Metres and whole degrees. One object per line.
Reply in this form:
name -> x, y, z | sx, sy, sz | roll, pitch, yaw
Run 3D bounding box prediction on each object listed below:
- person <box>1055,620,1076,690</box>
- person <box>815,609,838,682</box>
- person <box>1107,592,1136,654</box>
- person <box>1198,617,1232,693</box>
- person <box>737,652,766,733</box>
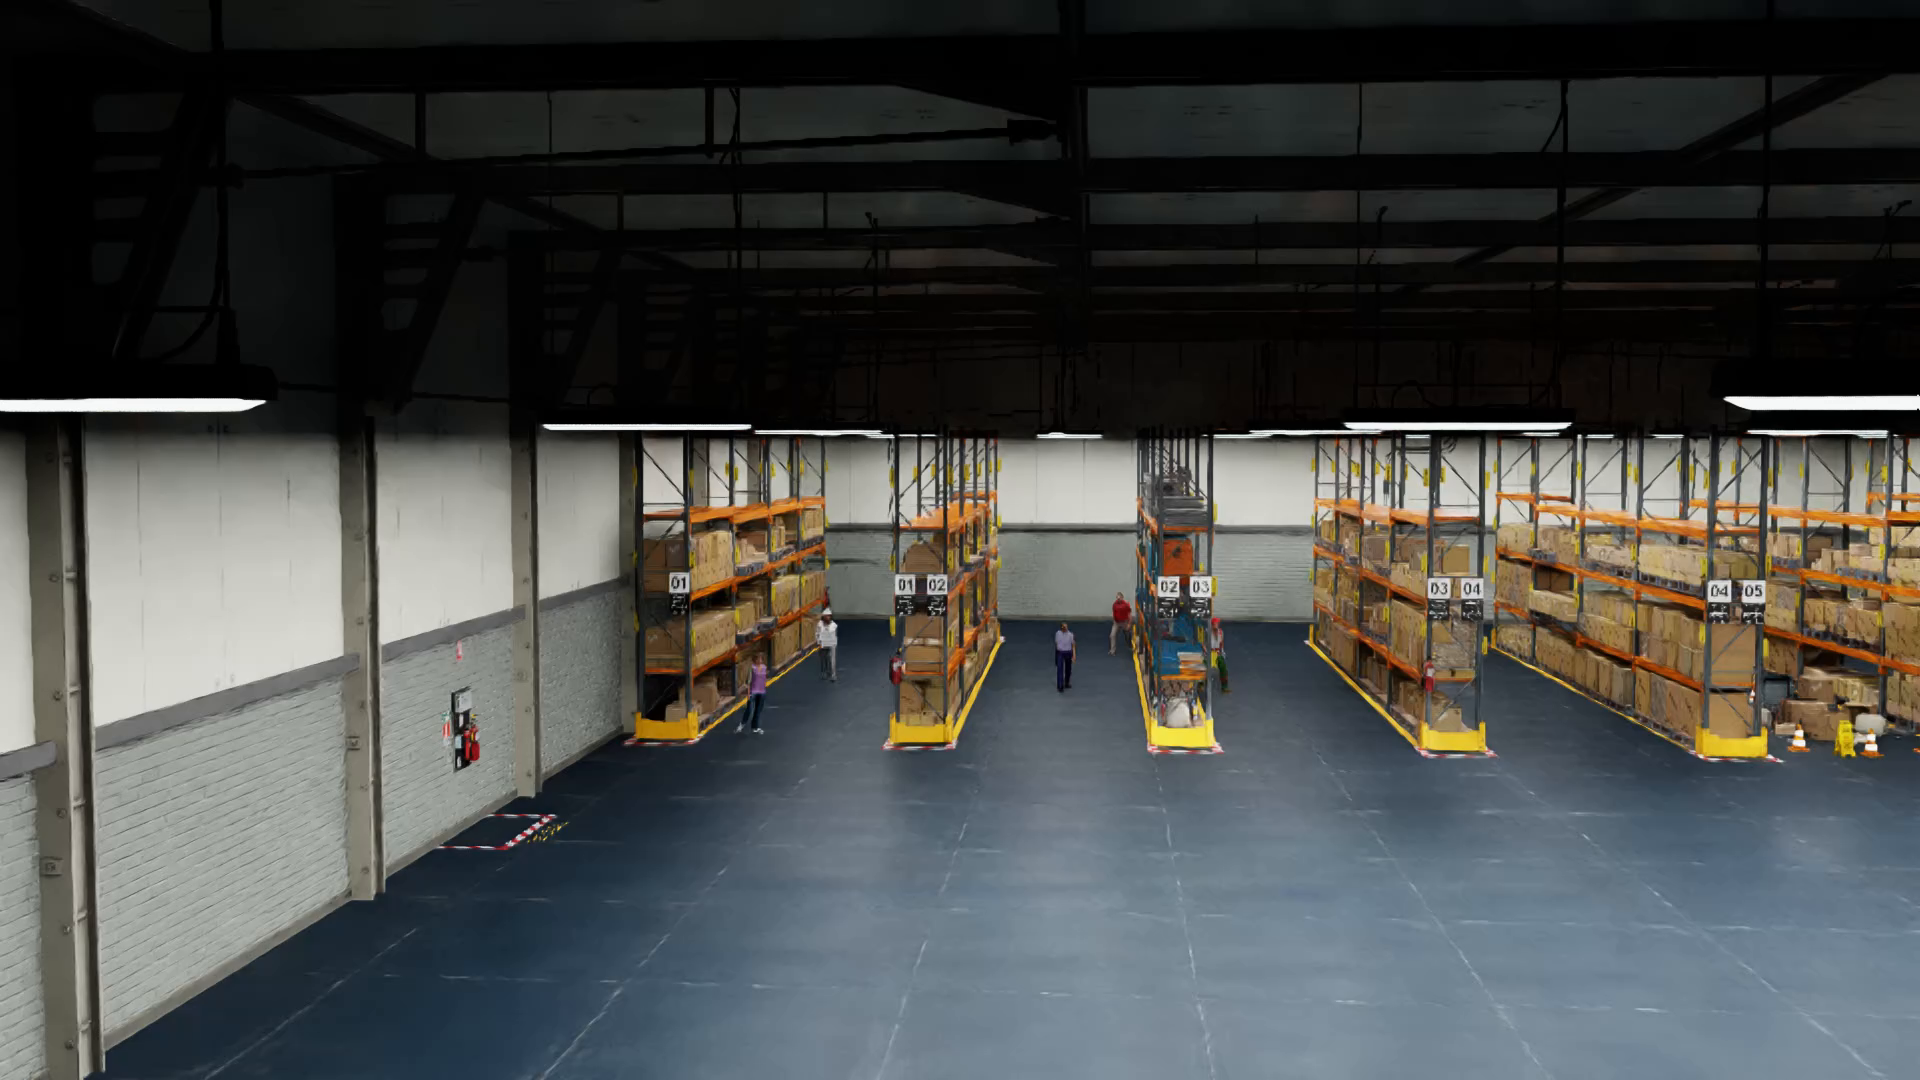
person -> 2.420, 2.629, 38.178 | 0.491, 1.590, 1.001 | 0, 3, 3
person -> -3.162, 2.483, 39.503 | 0.538, 1.715, 1.029 | 0, 3, -4
person -> 4.326, 2.268, 44.466 | 0.582, 1.567, 0.978 | 2, 4, 26
person -> 5.736, 2.588, 37.695 | 0.686, 1.716, 0.838 | -1, 3, -11
person -> -4.053, 2.974, 32.437 | 0.572, 1.586, 0.462 | -3, 4, -37
